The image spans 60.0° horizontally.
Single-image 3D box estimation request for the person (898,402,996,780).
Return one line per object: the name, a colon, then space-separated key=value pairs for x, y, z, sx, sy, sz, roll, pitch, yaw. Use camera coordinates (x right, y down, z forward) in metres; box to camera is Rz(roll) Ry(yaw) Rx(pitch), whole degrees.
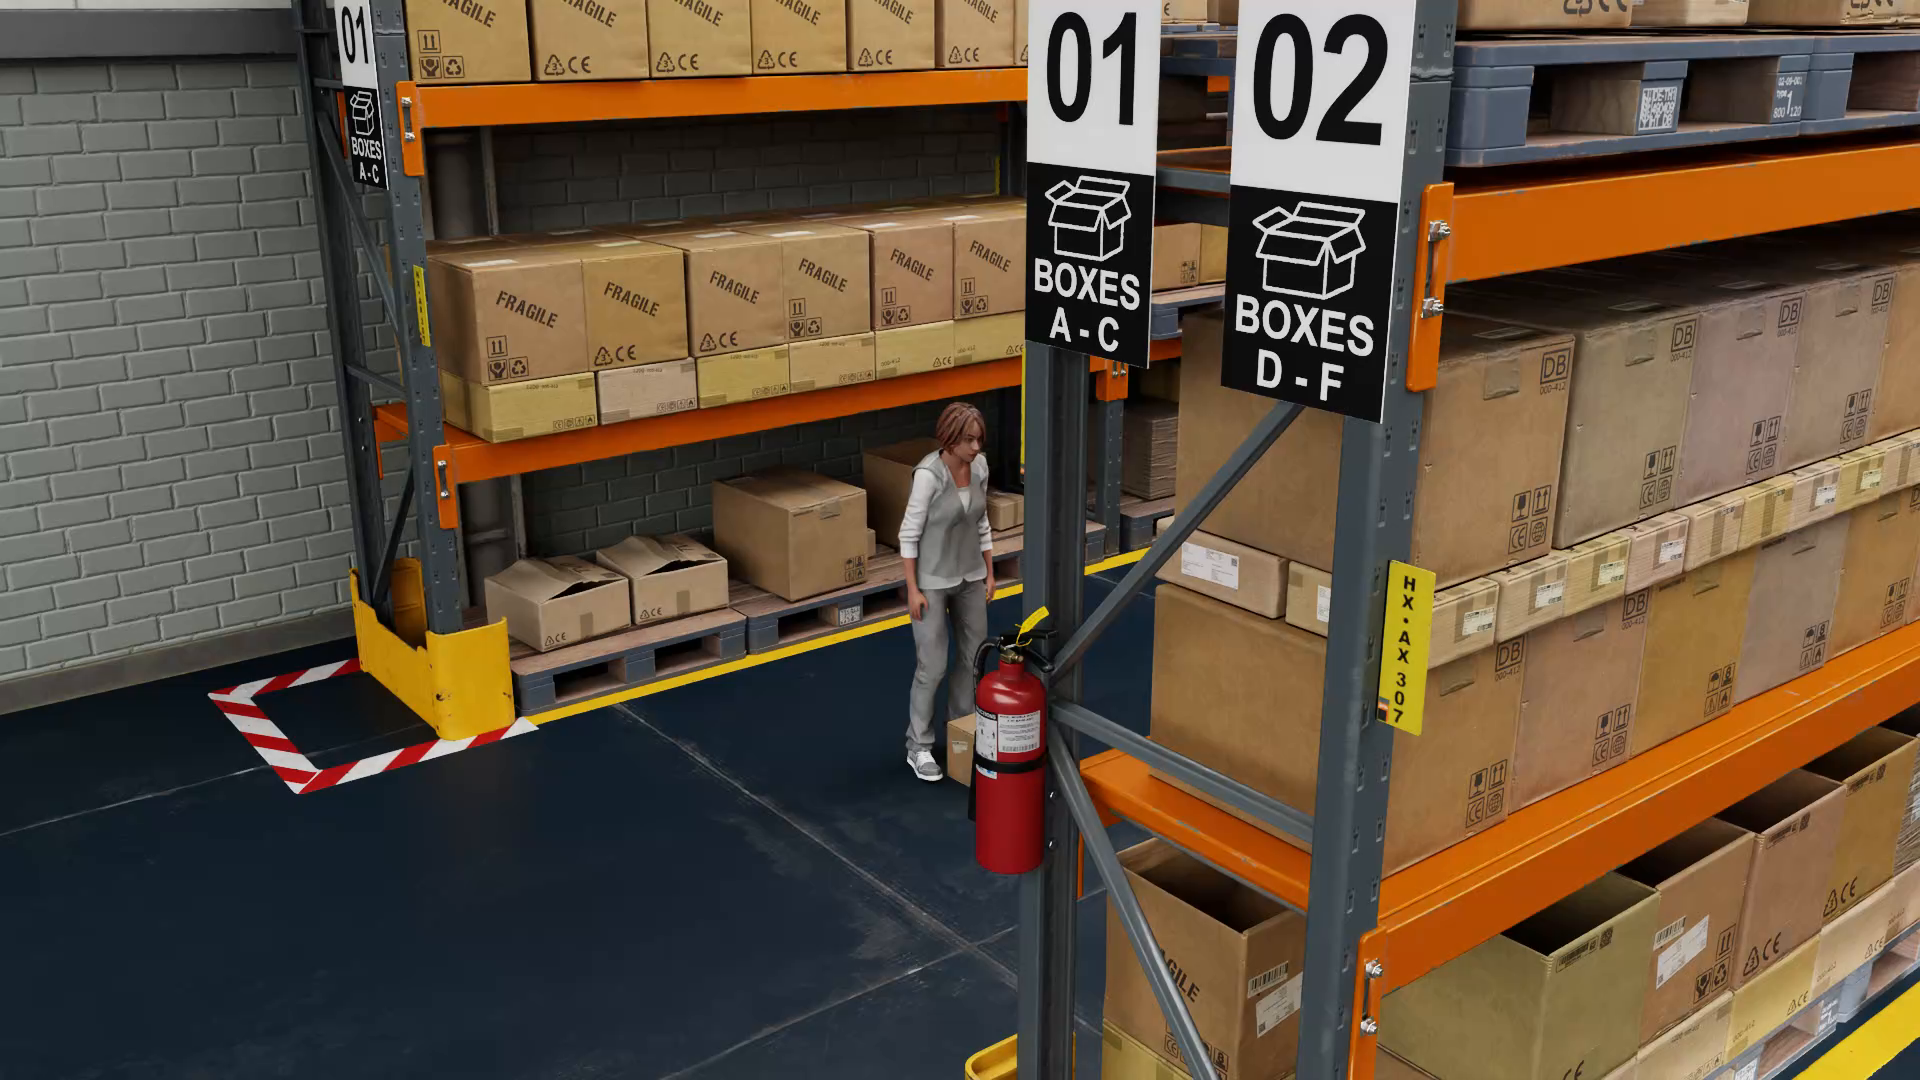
person: x=-0.043 y=0.199 z=6.978 sx=0.459 sy=1.581 sz=0.347 roll=-14 pitch=22 yaw=-36
